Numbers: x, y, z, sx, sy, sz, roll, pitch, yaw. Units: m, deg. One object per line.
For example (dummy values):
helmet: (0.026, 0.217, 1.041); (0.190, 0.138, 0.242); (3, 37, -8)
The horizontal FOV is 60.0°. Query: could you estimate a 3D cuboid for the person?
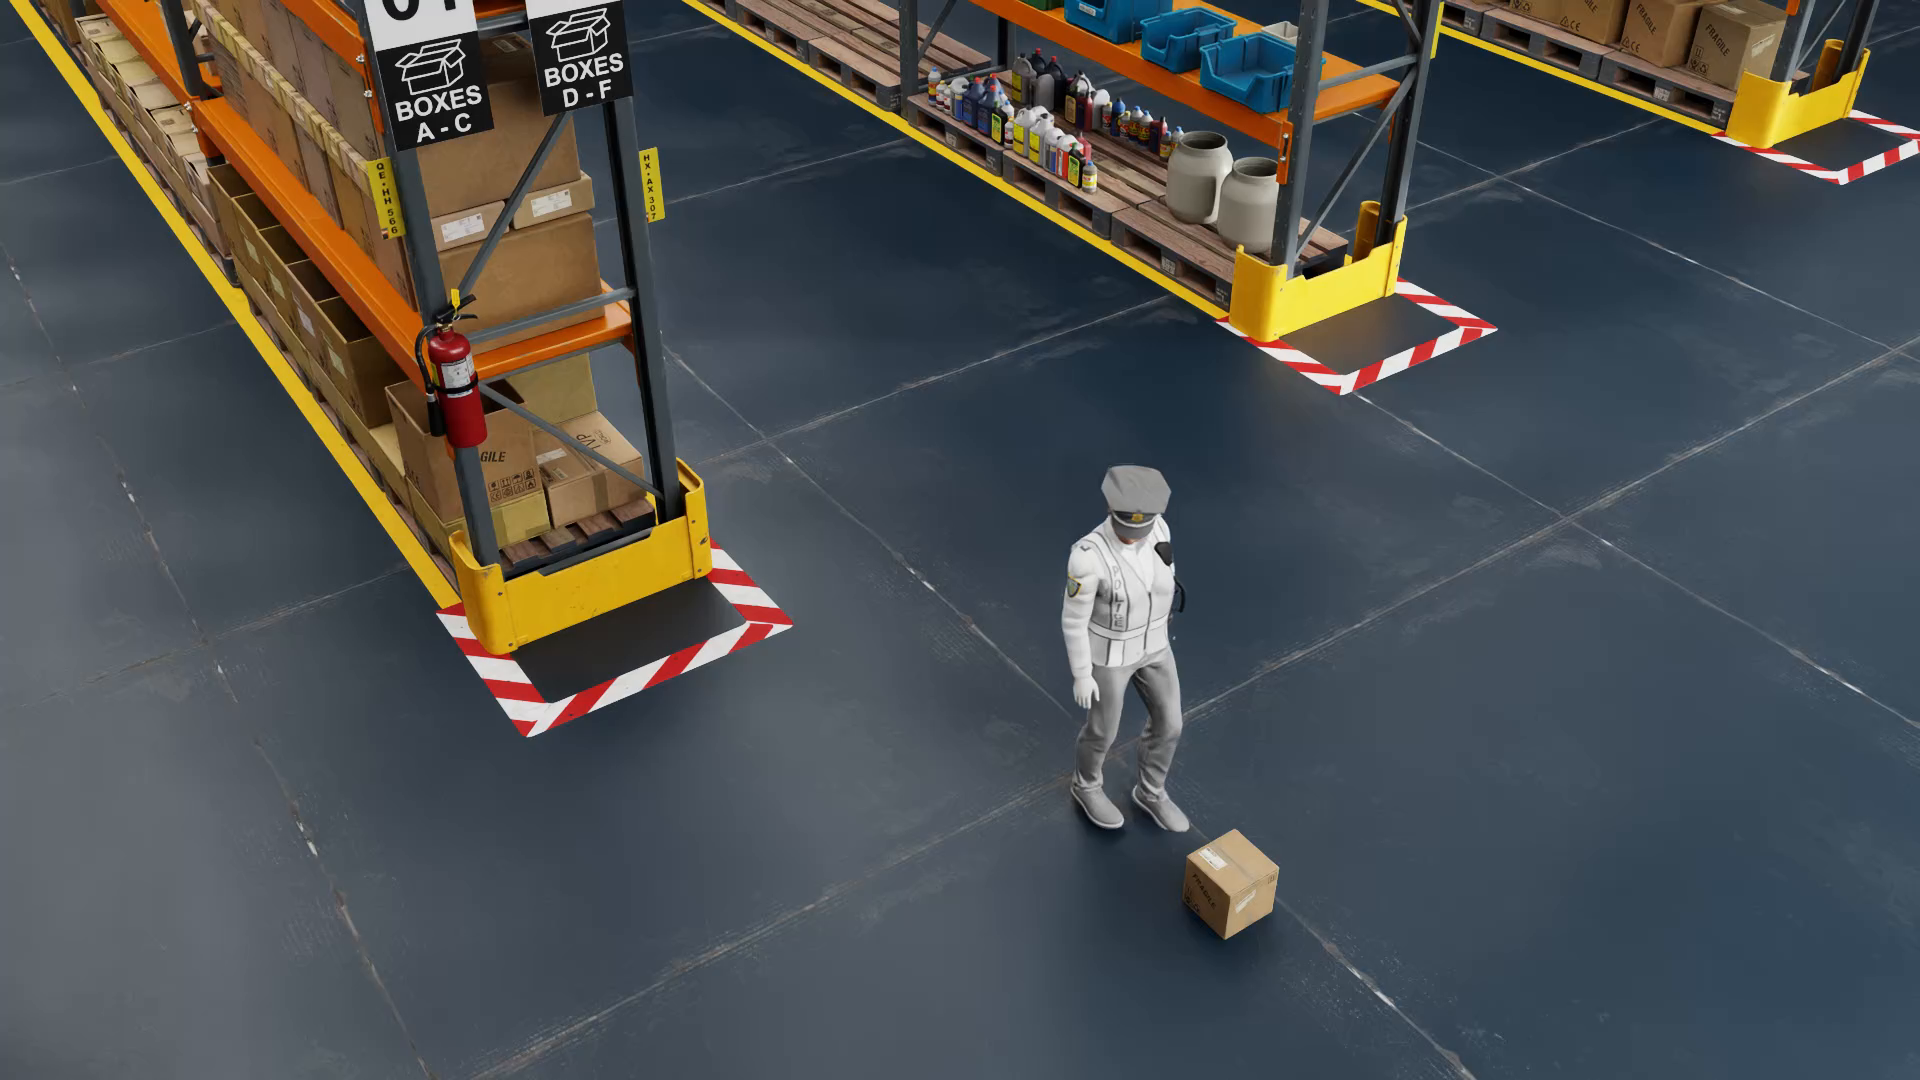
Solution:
person: (0.651, 0.487, 6.356); (0.521, 1.724, 0.436); (-23, 42, -28)
